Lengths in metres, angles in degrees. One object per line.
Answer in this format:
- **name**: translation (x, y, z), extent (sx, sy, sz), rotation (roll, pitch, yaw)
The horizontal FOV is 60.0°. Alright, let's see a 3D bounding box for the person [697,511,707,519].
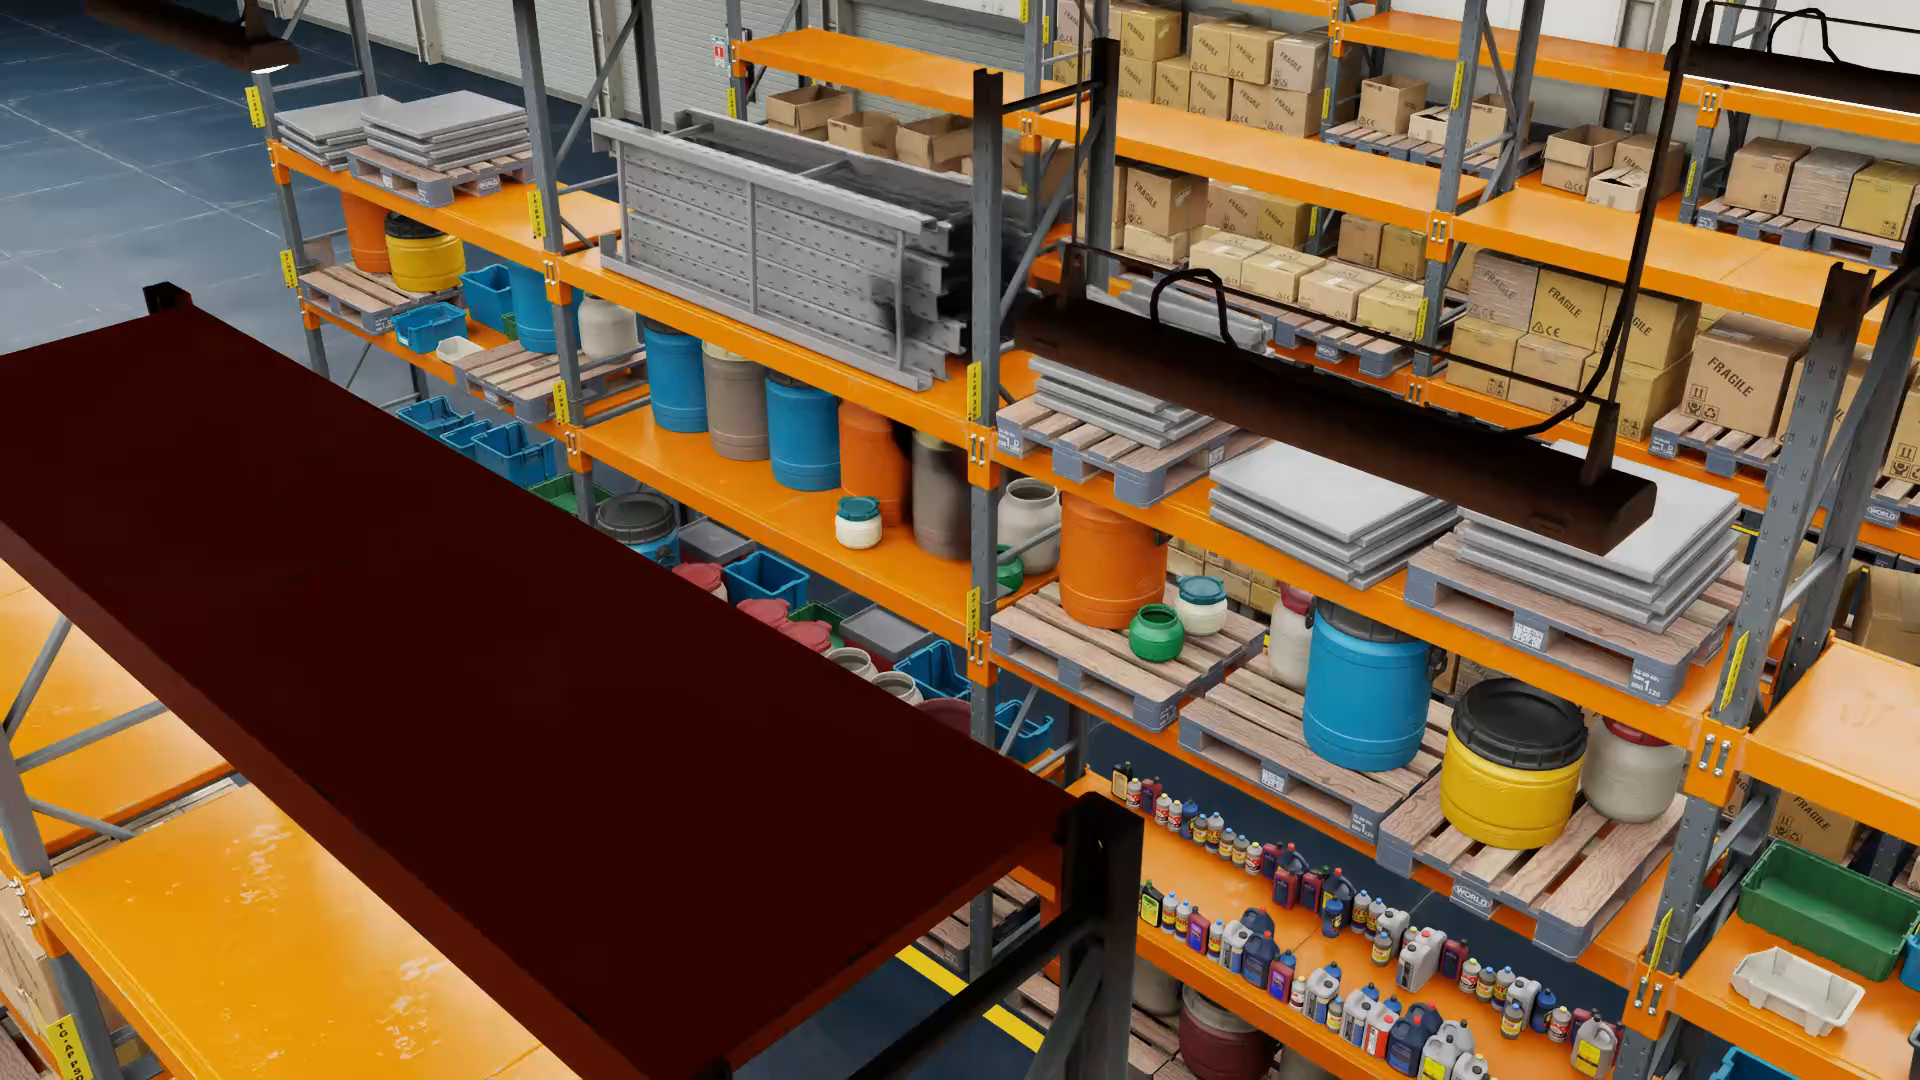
- **person**: translation (-2.120, -0.196, 14.791), extent (0.616, 1.732, 0.679), rotation (20, 35, 32)
